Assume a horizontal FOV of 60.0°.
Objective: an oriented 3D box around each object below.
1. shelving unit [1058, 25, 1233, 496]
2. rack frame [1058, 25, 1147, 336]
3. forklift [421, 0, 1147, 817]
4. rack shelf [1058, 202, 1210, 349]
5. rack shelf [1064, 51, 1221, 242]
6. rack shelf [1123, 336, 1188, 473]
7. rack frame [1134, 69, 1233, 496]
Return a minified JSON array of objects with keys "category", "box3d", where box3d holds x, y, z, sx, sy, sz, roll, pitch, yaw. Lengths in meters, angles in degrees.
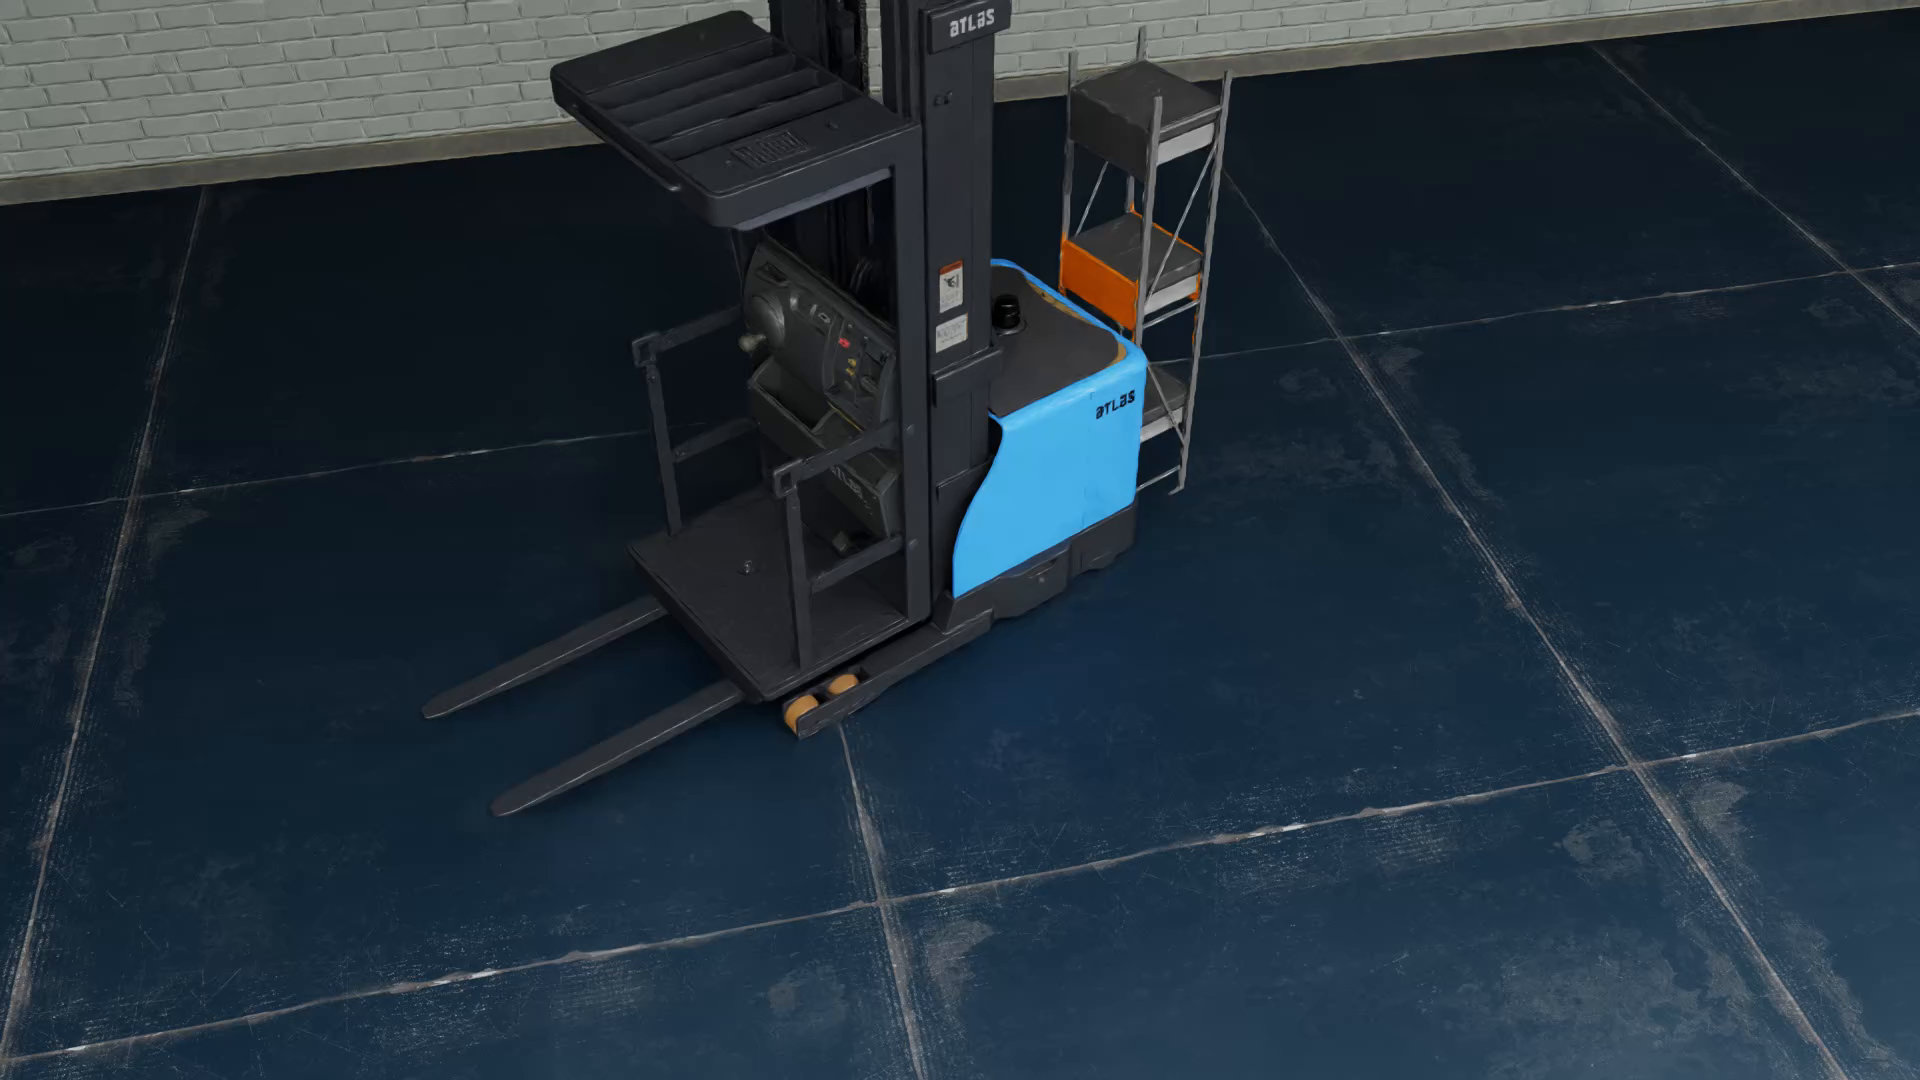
[{"category":"shelving unit","box3d":[0.740,-1.078,7.165,0.431,2.100,0.503,-27,48,-27]},{"category":"rack frame","box3d":[0.591,-1.207,7.309,0.400,2.100,0.015,-27,48,-27]},{"category":"forklift","box3d":[-0.694,-0.709,6.123,3.031,2.935,1.130,-27,48,-27]},{"category":"rack shelf","box3d":[0.740,-1.068,7.174,0.431,0.518,0.480,-27,48,-27]},{"category":"rack shelf","box3d":[0.740,-1.592,6.709,0.431,0.518,0.480,-27,48,-27]},{"category":"rack shelf","box3d":[0.740,-0.545,7.639,0.431,0.518,0.480,-27,48,-27]},{"category":"rack frame","box3d":[0.889,-0.950,7.020,0.400,2.100,0.015,-27,48,-27]}]
